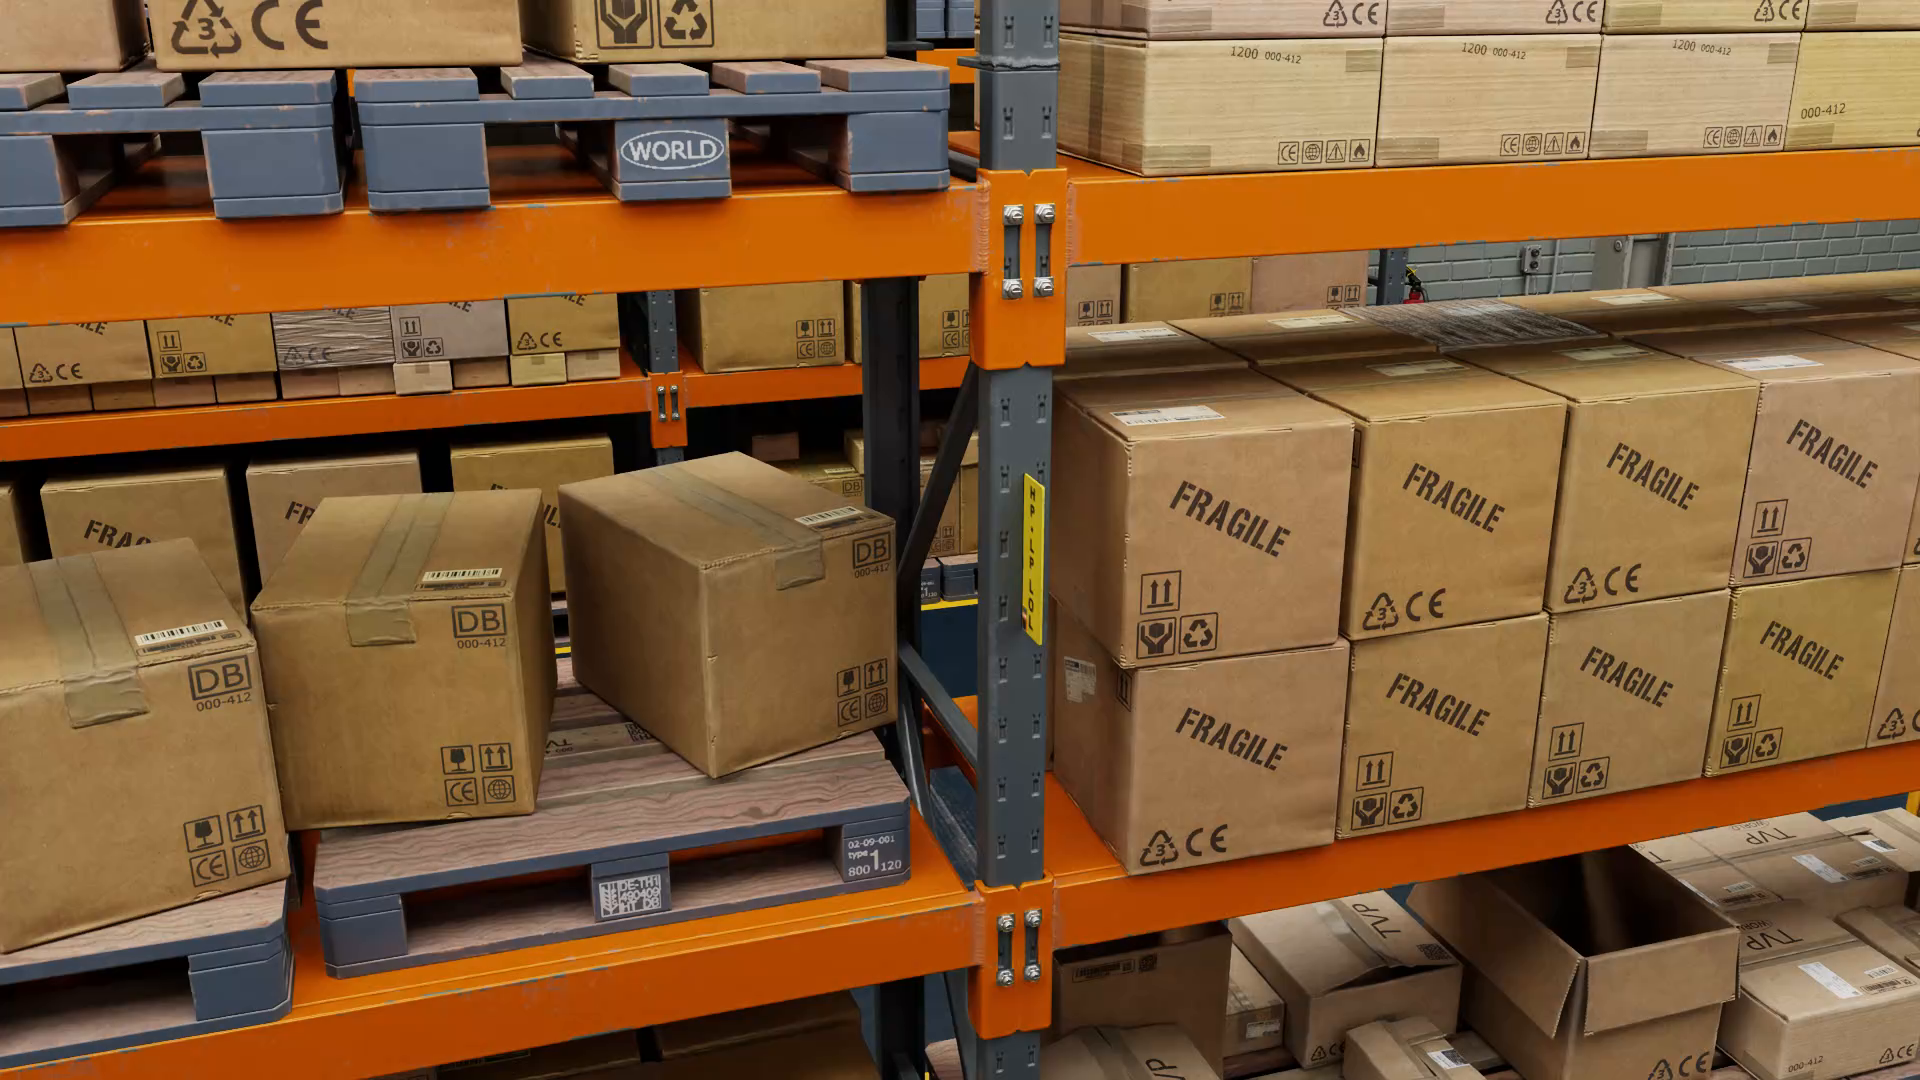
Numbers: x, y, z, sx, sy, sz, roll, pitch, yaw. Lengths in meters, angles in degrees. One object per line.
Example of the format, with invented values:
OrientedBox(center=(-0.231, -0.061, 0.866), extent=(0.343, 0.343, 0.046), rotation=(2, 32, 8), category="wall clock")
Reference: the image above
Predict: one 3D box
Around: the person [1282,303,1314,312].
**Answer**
OrientedBox(center=(1.458, -0.271, 7.829), extent=(0.520, 1.714, 0.565), rotation=(5, 20, 14), category="person")
